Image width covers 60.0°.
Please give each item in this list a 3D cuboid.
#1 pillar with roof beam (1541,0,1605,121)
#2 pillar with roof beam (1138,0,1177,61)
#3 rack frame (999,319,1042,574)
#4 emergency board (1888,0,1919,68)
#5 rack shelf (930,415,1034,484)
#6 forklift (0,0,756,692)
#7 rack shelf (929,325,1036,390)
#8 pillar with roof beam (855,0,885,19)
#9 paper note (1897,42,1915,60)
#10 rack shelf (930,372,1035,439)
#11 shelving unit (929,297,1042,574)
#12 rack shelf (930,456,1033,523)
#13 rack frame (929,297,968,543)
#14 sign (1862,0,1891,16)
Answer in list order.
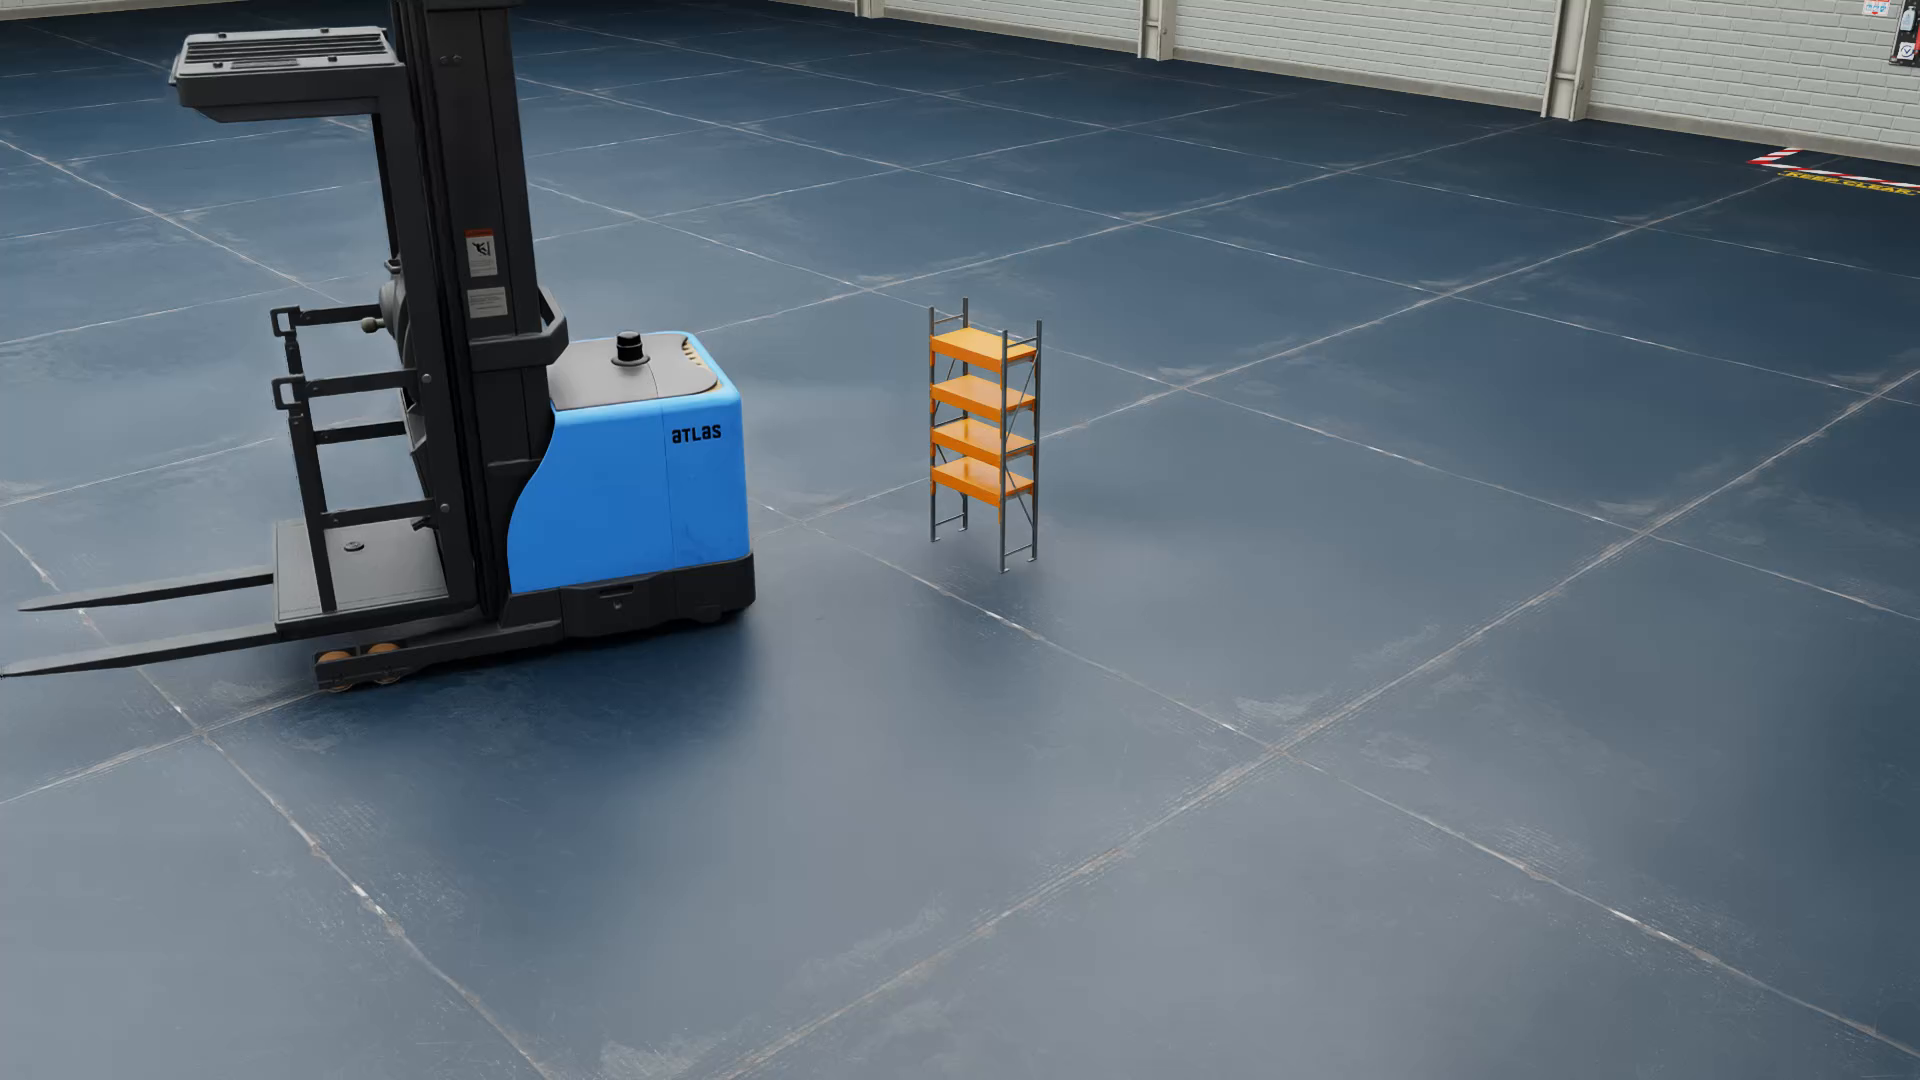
[{"bbox_3d":[3.621,-7.611,14.092,9.100,9.000,0.400,-21,32,-38],"label":"pillar with roof beam"},{"bbox_3d":[-0.479,-9.429,18.077,9.100,9.000,0.400,-21,32,-38],"label":"pillar with roof beam"},{"bbox_3d":[0.280,-0.422,7.729,0.240,1.200,0.015,-21,32,-38],"label":"rack frame"},{"bbox_3d":[9.211,-5.053,15.712,0.157,1.169,0.626,-21,32,-38],"label":"emergency board"},{"bbox_3d":[0.113,-0.435,7.919,0.258,0.148,0.480,-21,32,-38],"label":"rack shelf"},{"bbox_3d":[-2.492,-0.953,6.807,3.031,2.935,1.130,-9,26,-19],"label":"forklift"},{"bbox_3d":[0.113,-0.853,7.728,0.258,0.148,0.480,-21,32,-38],"label":"rack shelf"},{"bbox_3d":[-4.580,-11.247,22.062,9.100,9.000,0.400,-21,32,-38],"label":"pillar with roof beam"},{"bbox_3d":[9.133,-4.717,16.038,0.016,0.148,0.142,-21,32,-38],"label":"paper note"},{"bbox_3d":[0.113,-0.638,7.826,0.258,0.148,0.480,-21,32,-38],"label":"rack shelf"},{"bbox_3d":[0.113,-0.496,7.891,0.258,1.200,0.503,-21,32,-38],"label":"shelving unit"},{"bbox_3d":[0.113,-0.254,8.001,0.258,0.148,0.480,-21,32,-38],"label":"rack shelf"},{"bbox_3d":[-0.054,-0.570,8.053,0.240,1.200,0.015,-21,32,-38],"label":"rack frame"},{"bbox_3d":[8.901,-5.258,16.118,0.001,0.329,0.234,-21,32,-38],"label":"sign"}]
